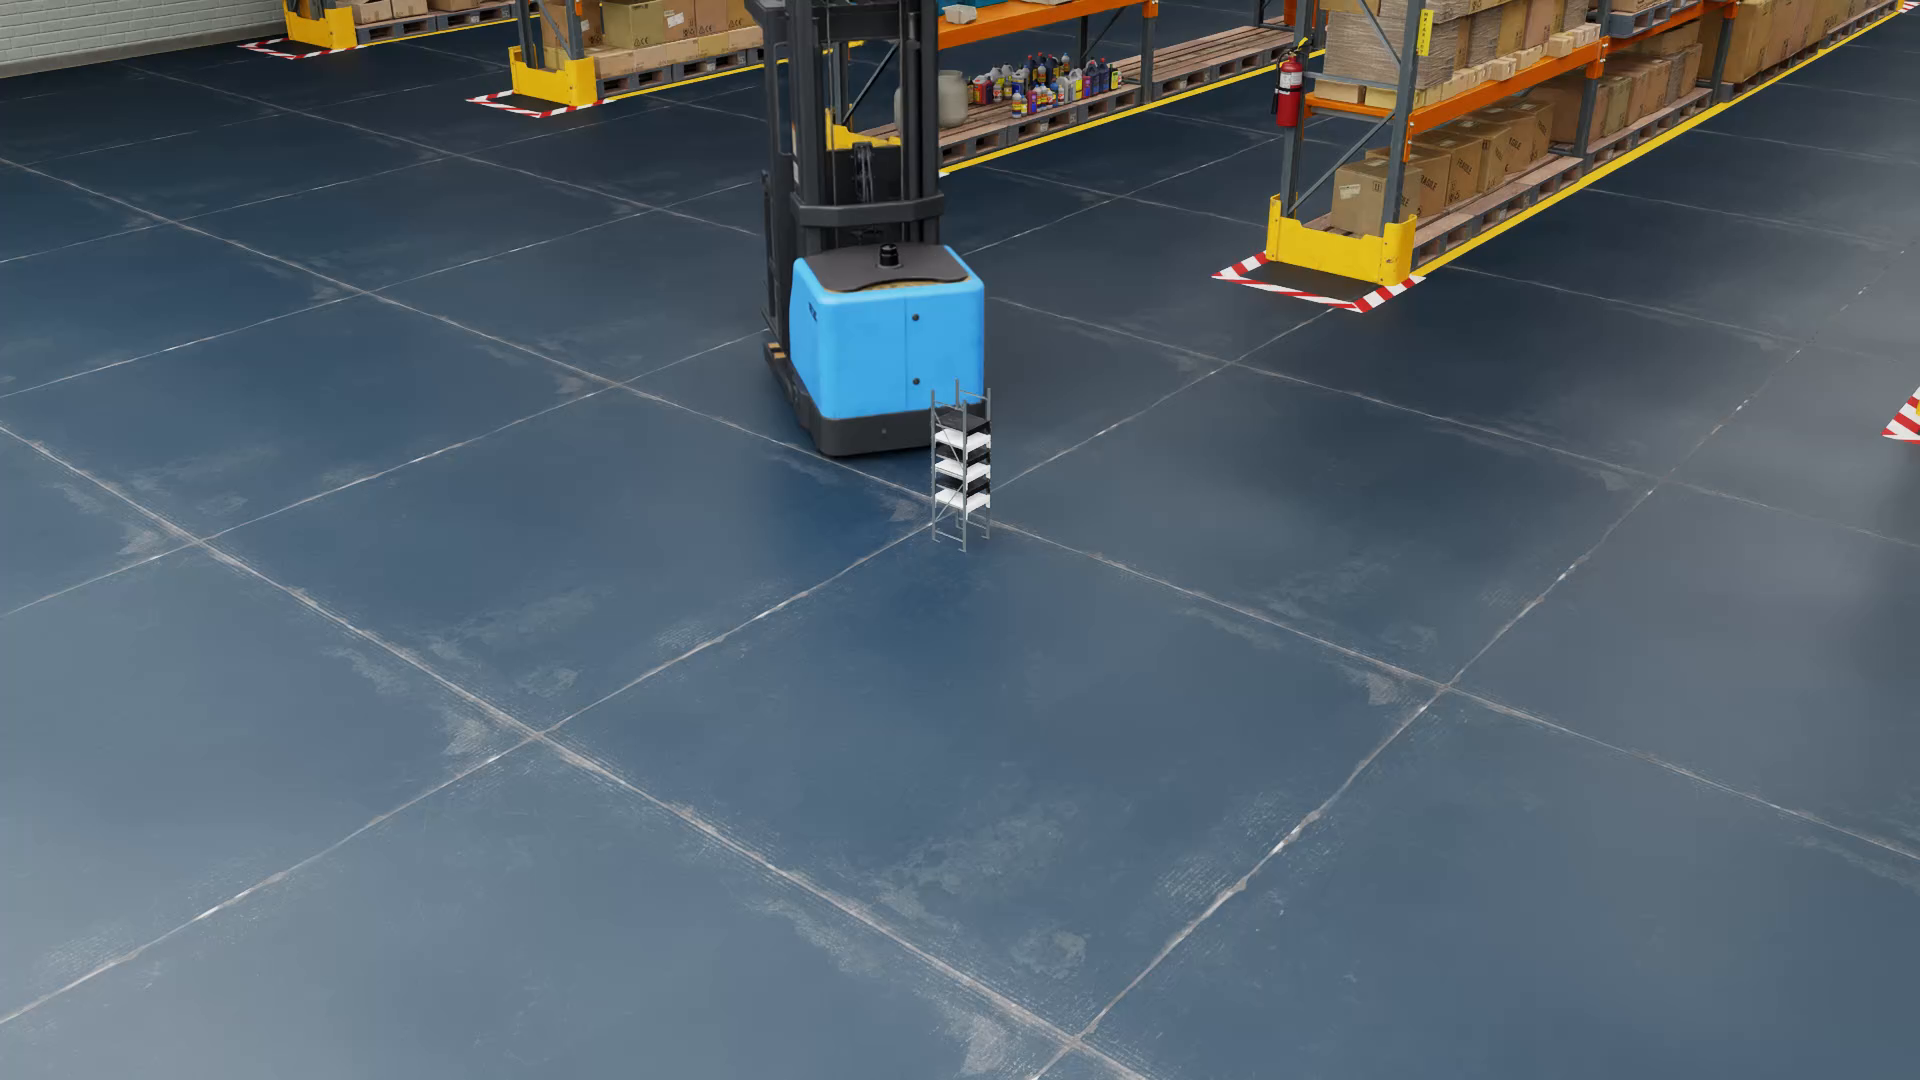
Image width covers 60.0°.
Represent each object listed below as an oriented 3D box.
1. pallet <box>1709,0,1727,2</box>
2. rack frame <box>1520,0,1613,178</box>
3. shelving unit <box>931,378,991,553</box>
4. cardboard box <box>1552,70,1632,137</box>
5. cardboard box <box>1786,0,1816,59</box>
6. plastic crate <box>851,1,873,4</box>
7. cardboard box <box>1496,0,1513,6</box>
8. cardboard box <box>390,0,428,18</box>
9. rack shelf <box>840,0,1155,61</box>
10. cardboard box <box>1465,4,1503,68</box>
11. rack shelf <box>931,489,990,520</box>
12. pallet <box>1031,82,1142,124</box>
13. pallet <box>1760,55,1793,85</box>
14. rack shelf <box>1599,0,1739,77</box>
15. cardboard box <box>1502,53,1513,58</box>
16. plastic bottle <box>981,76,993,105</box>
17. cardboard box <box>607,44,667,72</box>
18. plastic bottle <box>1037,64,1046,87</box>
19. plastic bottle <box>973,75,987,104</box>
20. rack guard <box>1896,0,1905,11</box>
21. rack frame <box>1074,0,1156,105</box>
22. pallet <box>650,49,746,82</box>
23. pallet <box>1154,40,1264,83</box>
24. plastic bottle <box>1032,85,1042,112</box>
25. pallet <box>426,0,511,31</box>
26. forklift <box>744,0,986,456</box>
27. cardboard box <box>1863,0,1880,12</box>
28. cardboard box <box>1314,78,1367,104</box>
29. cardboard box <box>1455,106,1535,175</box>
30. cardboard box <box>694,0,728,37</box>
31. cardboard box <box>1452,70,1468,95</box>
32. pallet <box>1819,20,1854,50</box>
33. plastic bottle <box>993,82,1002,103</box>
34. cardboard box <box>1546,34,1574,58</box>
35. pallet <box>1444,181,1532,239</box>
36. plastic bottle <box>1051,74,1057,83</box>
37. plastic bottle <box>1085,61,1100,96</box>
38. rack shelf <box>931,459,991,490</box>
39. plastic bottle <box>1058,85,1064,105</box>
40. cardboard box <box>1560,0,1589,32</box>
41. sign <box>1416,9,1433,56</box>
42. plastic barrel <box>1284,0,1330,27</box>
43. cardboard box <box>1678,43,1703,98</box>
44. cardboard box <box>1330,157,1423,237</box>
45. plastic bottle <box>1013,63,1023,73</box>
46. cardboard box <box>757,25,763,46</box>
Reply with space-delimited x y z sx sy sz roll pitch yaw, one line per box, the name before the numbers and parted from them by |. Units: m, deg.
pallet | 7.732 -5.994 17.782 1.213 0.211 1.003 21 34 34
rack frame | 5.559 -4.945 15.545 1.000 3.000 0.127 21 34 34
shelving unit | 0.005 -0.403 9.049 0.258 0.900 0.210 21 34 34
cardboard box | 6.284 -4.405 16.743 0.700 0.500 0.500 21 34 34
cardboard box | 9.688 -6.475 20.356 1.225 0.875 0.875 19 33 33
plastic crate | -0.720 -5.173 16.148 0.499 0.251 0.616 21 34 34
cardboard box | 4.215 -4.616 13.387 0.500 0.500 0.500 21 34 34
cardboard box | -7.579 -7.292 22.529 0.500 0.311 0.500 24 36 38
rack shelf | 0.465 -5.364 17.137 1.077 0.370 4.000 21 34 34
cardboard box | 3.963 -4.267 13.802 0.875 0.500 0.500 21 34 34
rack shelf | 0.005 -0.213 9.147 0.258 0.077 0.200 21 34 34
pallet | 1.278 -4.928 18.547 1.003 0.211 1.213 21 34 34
pallet | 9.439 -5.813 20.257 1.003 0.211 1.213 21 34 34
rack shelf | 6.831 -5.335 17.081 1.077 0.370 4.000 21 34 34
cardboard box | 4.466 -4.078 14.141 0.380 0.149 0.250 21 34 34
plastic bottle | 0.287 -4.793 17.728 0.061 0.283 0.133 21 34 34
cardboard box | -3.799 -5.692 19.524 0.500 0.250 0.500 21 34 34
plastic bottle | 0.905 -5.125 18.382 0.097 0.271 0.097 0 27 0
plastic bottle | 0.204 -4.821 17.790 0.152 0.276 0.135 21 34 35
rack guard | 13.207 -8.098 24.360 1.175 0.500 0.348 21 34 34
rack frame | 1.737 -6.393 18.343 1.000 3.000 0.127 21 34 34
pallet | -3.396 -5.899 20.423 1.003 0.211 1.213 21 34 34
pallet | 2.983 -5.878 20.384 1.003 0.211 1.213 21 34 34
plastic bottle | 0.805 -4.631 17.429 0.097 0.271 0.097 0 27 0
pallet | -7.083 -7.367 23.260 1.003 0.211 1.213 21 34 34
forklift | -0.739 -2.470 10.834 1.130 2.935 3.031 -8 28 -14
cardboard box | 12.268 -7.870 23.053 0.875 0.875 0.875 21 34 34
cardboard box | 3.037 -3.577 13.173 0.380 0.149 0.250 21 34 34
cardboard box | 4.915 -3.686 15.374 0.500 0.500 0.500 -16 31 -28
cardboard box | -3.158 -6.378 20.034 0.500 0.500 0.500 21 34 34
cardboard box | 3.868 -3.709 13.428 0.380 0.149 0.250 21 34 34
pallet | 11.192 -6.790 22.145 1.003 0.211 1.213 21 34 34
plastic bottle | 0.401 -4.807 17.844 0.097 0.201 0.097 0 27 0
cardboard box | 5.205 -4.393 14.751 0.380 0.149 0.250 21 34 34
pallet | 4.384 -3.024 14.865 1.003 0.211 1.213 21 34 34
plastic bottle | 1.034 -4.861 17.859 0.061 0.283 0.133 21 34 34
plastic bottle | 1.428 -5.031 18.115 0.144 0.351 0.185 19 33 32
rack shelf | 0.005 -0.373 9.064 0.258 0.077 0.200 21 34 34
plastic bottle | 1.062 -4.744 17.722 0.097 0.201 0.097 0 27 0
cardboard box | 5.225 -4.980 15.180 0.875 0.500 0.500 21 34 34
sign | 3.434 -3.753 12.298 0.100 0.325 0.005 21 34 34
plastic barrel | 4.580 -7.212 21.831 0.600 0.830 0.708 21 34 34
cardboard box | 7.693 -5.205 18.289 0.700 0.500 0.500 19 33 32
cardboard box | 3.425 -2.820 13.700 0.500 0.500 0.500 -21 34 -35
plastic bottle | 0.646 -5.103 18.328 0.061 0.283 0.133 23 35 37
cardboard box | -2.534 -6.404 20.901 0.500 0.250 0.500 21 34 34
